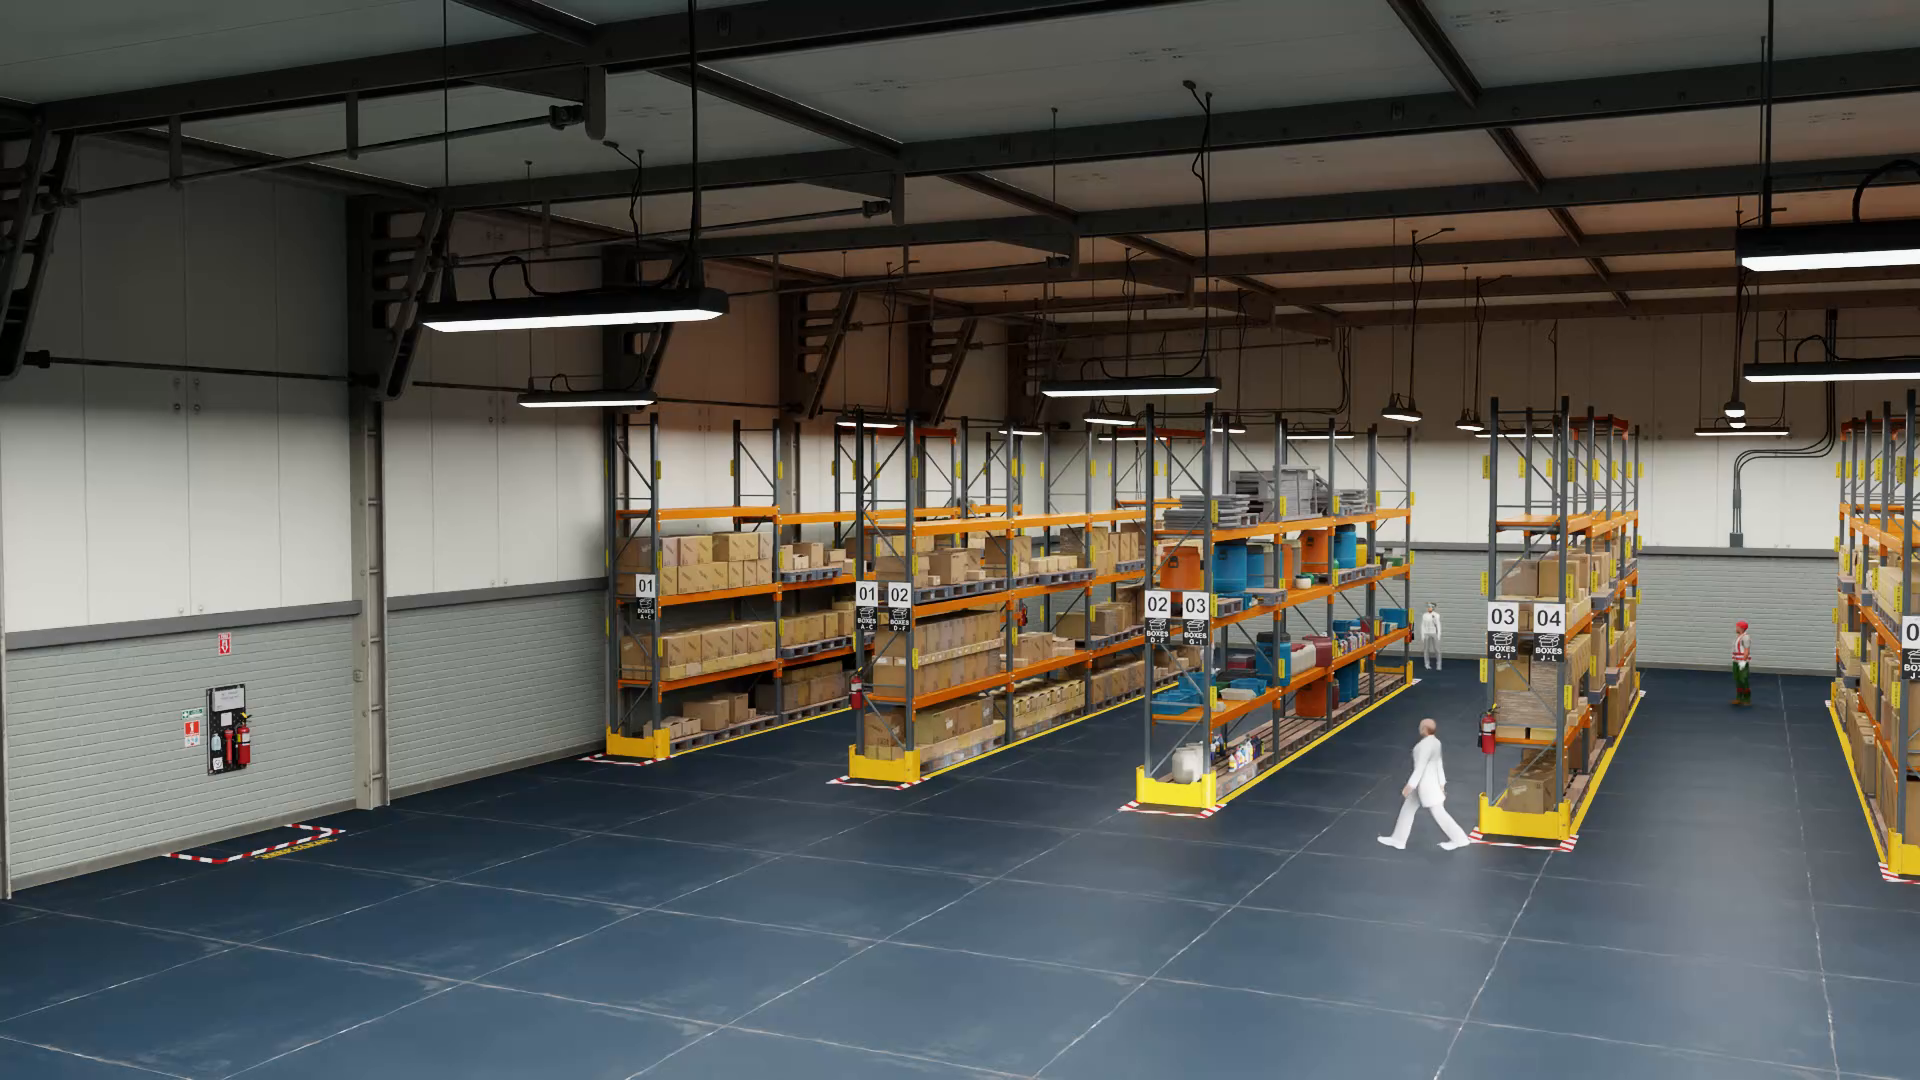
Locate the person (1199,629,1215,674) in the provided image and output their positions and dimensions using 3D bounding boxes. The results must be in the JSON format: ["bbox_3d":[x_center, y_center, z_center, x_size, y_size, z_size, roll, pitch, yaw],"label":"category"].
[{"bbox_3d":[5.615,2.532,37.891,0.435,1.822,0.568,0,2,-7],"label":"person"}]

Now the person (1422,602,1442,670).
[{"bbox_3d":[11.901,2.399,41.948,0.540,1.698,0.393,1,3,28],"label":"person"}]

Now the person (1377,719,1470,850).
[{"bbox_3d":[6.093,3.235,21.805,1.117,1.691,0.538,0,2,1],"label":"person"}]

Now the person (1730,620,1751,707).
[{"bbox_3d":[16.626,2.644,35.422,0.384,1.860,0.543,0,2,-11],"label":"person"}]
